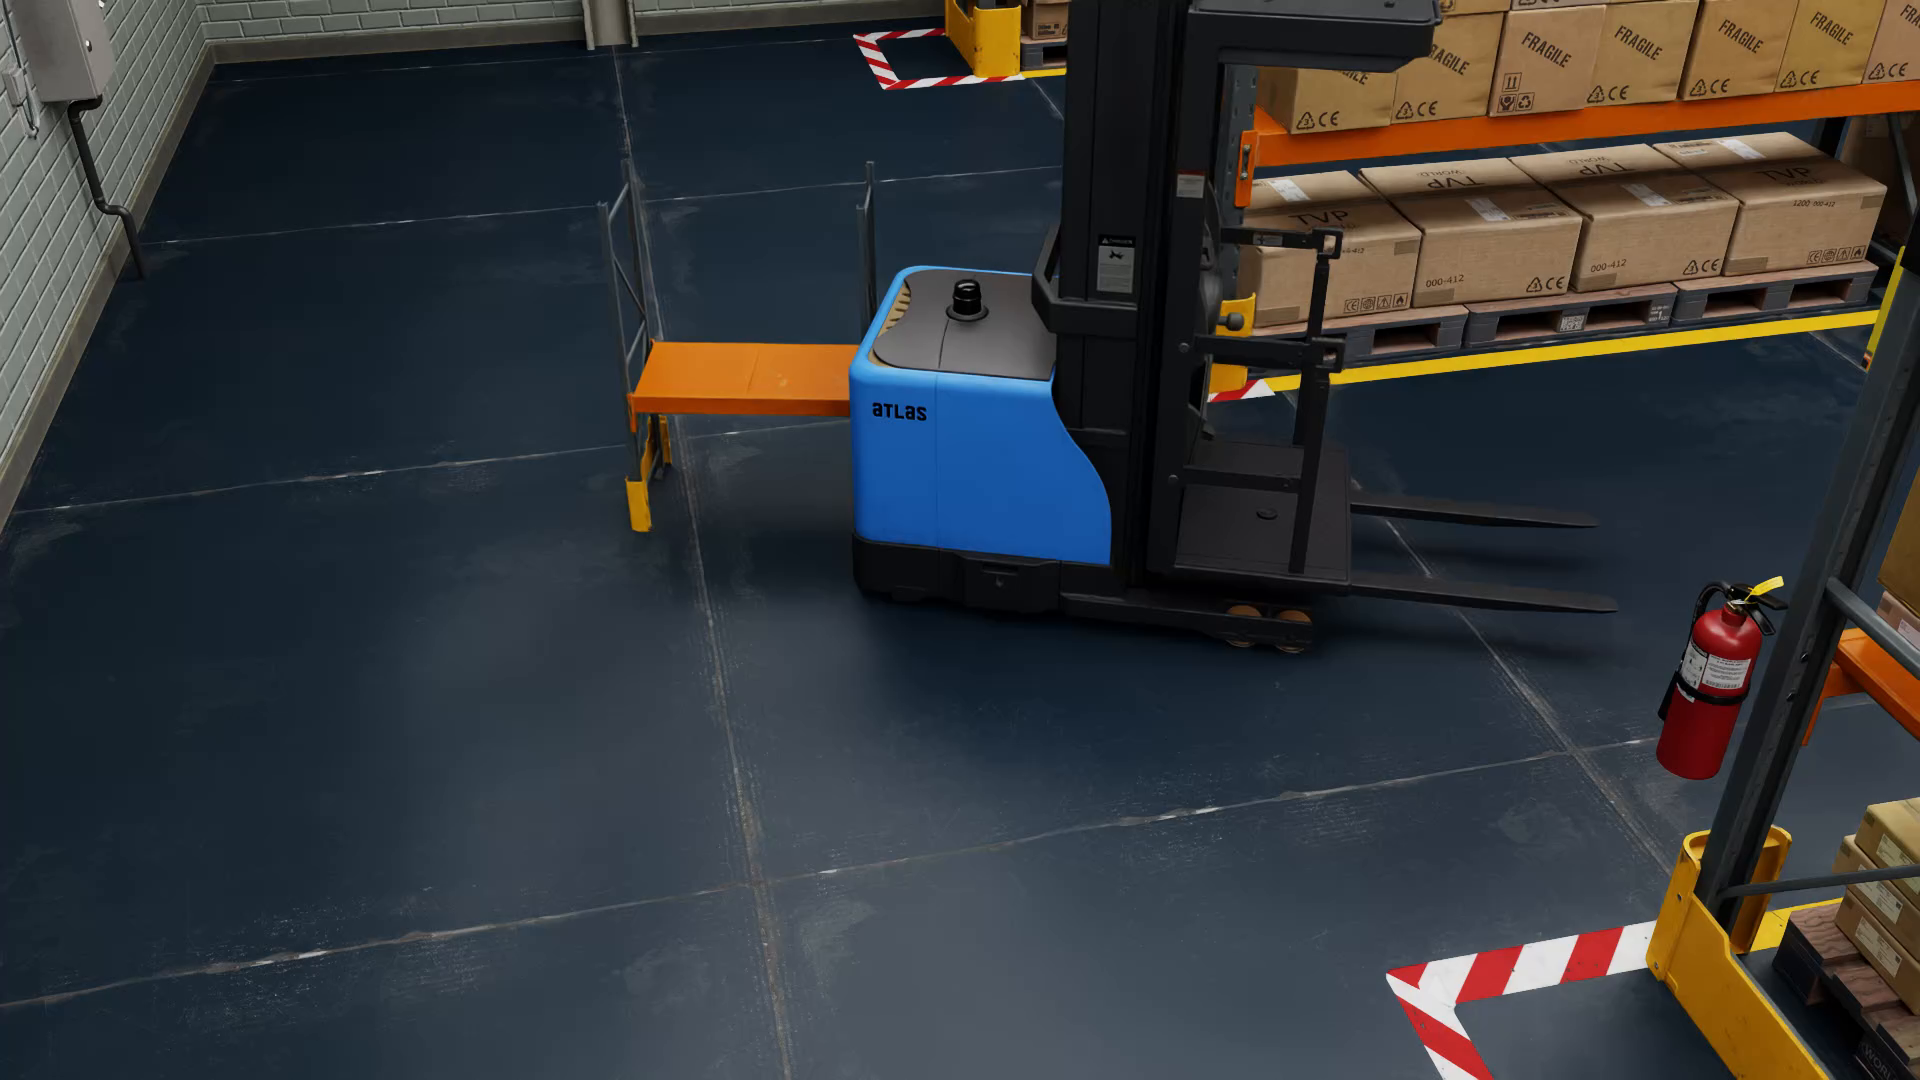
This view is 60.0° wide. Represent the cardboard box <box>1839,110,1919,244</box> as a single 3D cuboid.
[{"bbox_3d":[5.677,-2.211,9.382,0.875,0.875,0.875,-6,34,-9],"label":"cardboard box"}]

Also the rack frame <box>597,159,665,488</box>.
[{"bbox_3d":[-1.398,-0.825,7.134,0.032,1.500,0.500,1,34,1],"label":"rack frame"}]

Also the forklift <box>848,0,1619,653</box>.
[{"bbox_3d":[1.126,-1.094,6.250,3.031,2.935,1.130,6,34,9],"label":"forklift"}]

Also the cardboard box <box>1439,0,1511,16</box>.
[{"bbox_3d":[2.222,-2.735,7.647,0.500,0.500,0.500,-8,35,-12],"label":"cardboard box"}]

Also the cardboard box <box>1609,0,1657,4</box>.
[{"bbox_3d":[3.209,-2.865,7.840,0.500,0.500,0.500,-7,35,-10],"label":"cardboard box"}]

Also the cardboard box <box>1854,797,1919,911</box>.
[{"bbox_3d":[2.840,0.930,4.819,0.250,0.149,0.380,-7,34,-10],"label":"cardboard box"}]

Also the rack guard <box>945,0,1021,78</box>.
[{"bbox_3d":[0.164,-3.976,12.726,0.348,0.500,1.175,-7,35,-11],"label":"rack guard"}]

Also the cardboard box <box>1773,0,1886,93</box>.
[{"bbox_3d":[4.194,-2.578,8.310,0.500,0.500,0.500,-8,35,-12],"label":"cardboard box"}]

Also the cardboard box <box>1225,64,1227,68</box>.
[{"bbox_3d":[1.601,-2.552,8.271,0.500,0.500,0.500,-7,34,-10],"label":"cardboard box"}]

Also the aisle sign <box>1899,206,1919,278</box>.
[{"bbox_3d":[2.242,-0.863,3.511,0.004,0.787,0.394,-7,35,-11],"label":"aisle sign"}]

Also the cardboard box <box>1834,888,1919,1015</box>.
[{"bbox_3d":[2.847,1.202,4.948,0.250,0.149,0.380,-7,34,-10],"label":"cardboard box"}]

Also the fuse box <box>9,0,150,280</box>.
[{"bbox_3d":[-4.627,-2.226,9.031,0.414,1.711,0.539,-7,35,-11],"label":"fuse box"}]

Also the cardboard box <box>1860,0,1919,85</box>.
[{"bbox_3d":[4.694,-2.644,8.409,0.500,0.500,0.500,-7,34,-10],"label":"cardboard box"}]

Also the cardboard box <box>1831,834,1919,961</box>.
[{"bbox_3d":[2.831,1.037,4.928,0.250,0.149,0.380,-8,35,-12],"label":"cardboard box"}]

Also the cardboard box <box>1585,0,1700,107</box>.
[{"bbox_3d":[3.192,-2.452,8.123,0.500,0.500,0.500,-6,34,-9],"label":"cardboard box"}]

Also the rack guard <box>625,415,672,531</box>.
[{"bbox_3d":[-1.396,-0.306,7.482,0.087,0.250,0.587,1,34,1],"label":"rack guard"}]

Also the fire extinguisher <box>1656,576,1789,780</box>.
[{"bbox_3d":[2.032,0.338,4.459,0.183,0.674,0.296,-7,35,-11],"label":"fire extinguisher"}]

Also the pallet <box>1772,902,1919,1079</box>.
[{"bbox_3d":[3.254,1.439,4.917,1.213,0.211,1.003,-7,35,-11],"label":"pallet"}]

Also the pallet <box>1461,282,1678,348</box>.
[{"bbox_3d":[3.139,-1.438,9.203,1.213,0.211,1.003,-7,35,-11],"label":"pallet"}]

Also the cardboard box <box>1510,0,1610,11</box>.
[{"bbox_3d":[2.722,-2.803,7.748,0.500,0.500,0.500,-7,35,-11],"label":"cardboard box"}]

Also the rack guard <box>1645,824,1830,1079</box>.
[{"bbox_3d":[2.453,1.399,4.716,0.348,0.500,1.175,-7,35,-11],"label":"rack guard"}]

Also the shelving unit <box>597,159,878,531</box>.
[{"bbox_3d":[-0.899,-0.817,7.121,1.083,1.500,0.587,1,34,1],"label":"shelving unit"}]

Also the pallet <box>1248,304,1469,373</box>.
[{"bbox_3d":[1.951,-1.290,8.983,1.213,0.211,1.003,-7,35,-11],"label":"pallet"}]

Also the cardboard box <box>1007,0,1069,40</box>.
[{"bbox_3d":[0.708,-4.166,12.629,0.637,0.503,0.797,-9,35,-12],"label":"cardboard box"}]

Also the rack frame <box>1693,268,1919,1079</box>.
[{"bbox_3d":[2.379,0.371,4.005,0.127,3.000,1.000,-7,35,-11],"label":"rack frame"}]

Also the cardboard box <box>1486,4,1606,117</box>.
[{"bbox_3d":[2.708,-2.382,8.017,0.500,0.500,0.500,-7,35,-11],"label":"cardboard box"}]

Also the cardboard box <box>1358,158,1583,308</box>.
[{"bbox_3d":[2.701,-1.670,8.969,0.875,0.438,0.875,-6,34,-9],"label":"cardboard box"}]

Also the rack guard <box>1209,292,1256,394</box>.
[{"bbox_3d":[1.165,-1.266,8.688,0.348,0.500,1.175,-7,35,-11],"label":"rack guard"}]

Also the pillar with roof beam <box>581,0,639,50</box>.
[{"bbox_3d":[-1.789,-5.314,7.093,0.400,9.000,9.100,-7,35,-11],"label":"pillar with roof beam"}]

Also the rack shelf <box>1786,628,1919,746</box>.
[{"bbox_3d":[4.330,0.424,4.572,4.000,0.370,1.077,-7,35,-11],"label":"rack shelf"}]

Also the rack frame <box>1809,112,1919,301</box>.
[{"bbox_3d":[5.090,-2.799,8.729,0.127,3.000,1.000,-7,35,-11],"label":"rack frame"}]

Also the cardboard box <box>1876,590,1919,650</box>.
[{"bbox_3d":[2.635,0.281,4.364,0.250,0.149,0.380,-7,35,-10],"label":"cardboard box"}]

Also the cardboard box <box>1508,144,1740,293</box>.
[{"bbox_3d":[3.581,-1.780,9.133,0.875,0.438,0.875,-8,35,-12],"label":"cardboard box"}]

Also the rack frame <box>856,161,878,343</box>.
[{"bbox_3d":[-0.382,-0.808,7.108,0.032,1.500,0.500,1,34,1],"label":"rack frame"}]

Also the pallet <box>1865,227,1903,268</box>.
[{"bbox_3d":[5.826,-1.777,9.708,1.213,0.211,1.003,-7,35,-11],"label":"pallet"}]

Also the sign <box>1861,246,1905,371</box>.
[{"bbox_3d":[2.276,-0.545,4.048,0.005,0.325,0.100,-7,35,-11],"label":"sign"}]

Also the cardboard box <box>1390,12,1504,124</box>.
[{"bbox_3d":[2.207,-2.329,7.939,0.500,0.500,0.500,-8,35,-11],"label":"cardboard box"}]

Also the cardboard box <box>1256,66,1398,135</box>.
[{"bbox_3d":[1.720,-2.252,7.824,0.500,0.500,0.500,-7,35,-11],"label":"cardboard box"}]

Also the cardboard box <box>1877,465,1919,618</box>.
[{"bbox_3d":[2.761,0.011,4.185,0.500,0.500,0.500,-6,34,-10],"label":"cardboard box"}]

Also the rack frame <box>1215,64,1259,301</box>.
[{"bbox_3d":[1.189,-2.307,7.996,0.127,3.000,1.000,-7,35,-11],"label":"rack frame"}]

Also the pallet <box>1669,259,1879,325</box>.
[{"bbox_3d":[4.331,-1.590,9.430,1.213,0.211,1.003,-7,35,-11],"label":"pallet"}]

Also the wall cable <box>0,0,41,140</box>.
[{"bbox_3d":[-4.630,-2.792,7.808,0.122,1.984,0.588,-7,35,-11],"label":"wall cable"}]

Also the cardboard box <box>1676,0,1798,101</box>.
[{"bbox_3d":[3.706,-2.508,8.206,0.500,0.500,0.500,-8,35,-11],"label":"cardboard box"}]

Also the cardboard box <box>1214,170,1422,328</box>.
[{"bbox_3d":[1.810,-1.553,8.795,0.875,0.438,0.875,-8,35,-12],"label":"cardboard box"}]

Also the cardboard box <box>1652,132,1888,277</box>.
[{"bbox_3d":[4.454,-1.890,9.298,0.875,0.438,0.875,-8,35,-11],"label":"cardboard box"}]

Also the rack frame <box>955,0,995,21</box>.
[{"bbox_3d":[0.090,-5.004,12.015,0.127,3.000,1.000,-7,35,-11],"label":"rack frame"}]

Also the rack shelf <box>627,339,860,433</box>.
[{"bbox_3d":[-0.890,-0.667,7.221,1.000,0.185,0.538,1,34,1],"label":"rack shelf"}]

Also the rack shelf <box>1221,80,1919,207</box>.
[{"bbox_3d":[3.139,-2.254,8.563,4.000,0.370,1.077,-7,35,-11],"label":"rack shelf"}]

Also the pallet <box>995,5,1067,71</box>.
[{"bbox_3d":[0.942,-3.954,12.953,1.213,0.211,1.003,-7,35,-11],"label":"pallet"}]
